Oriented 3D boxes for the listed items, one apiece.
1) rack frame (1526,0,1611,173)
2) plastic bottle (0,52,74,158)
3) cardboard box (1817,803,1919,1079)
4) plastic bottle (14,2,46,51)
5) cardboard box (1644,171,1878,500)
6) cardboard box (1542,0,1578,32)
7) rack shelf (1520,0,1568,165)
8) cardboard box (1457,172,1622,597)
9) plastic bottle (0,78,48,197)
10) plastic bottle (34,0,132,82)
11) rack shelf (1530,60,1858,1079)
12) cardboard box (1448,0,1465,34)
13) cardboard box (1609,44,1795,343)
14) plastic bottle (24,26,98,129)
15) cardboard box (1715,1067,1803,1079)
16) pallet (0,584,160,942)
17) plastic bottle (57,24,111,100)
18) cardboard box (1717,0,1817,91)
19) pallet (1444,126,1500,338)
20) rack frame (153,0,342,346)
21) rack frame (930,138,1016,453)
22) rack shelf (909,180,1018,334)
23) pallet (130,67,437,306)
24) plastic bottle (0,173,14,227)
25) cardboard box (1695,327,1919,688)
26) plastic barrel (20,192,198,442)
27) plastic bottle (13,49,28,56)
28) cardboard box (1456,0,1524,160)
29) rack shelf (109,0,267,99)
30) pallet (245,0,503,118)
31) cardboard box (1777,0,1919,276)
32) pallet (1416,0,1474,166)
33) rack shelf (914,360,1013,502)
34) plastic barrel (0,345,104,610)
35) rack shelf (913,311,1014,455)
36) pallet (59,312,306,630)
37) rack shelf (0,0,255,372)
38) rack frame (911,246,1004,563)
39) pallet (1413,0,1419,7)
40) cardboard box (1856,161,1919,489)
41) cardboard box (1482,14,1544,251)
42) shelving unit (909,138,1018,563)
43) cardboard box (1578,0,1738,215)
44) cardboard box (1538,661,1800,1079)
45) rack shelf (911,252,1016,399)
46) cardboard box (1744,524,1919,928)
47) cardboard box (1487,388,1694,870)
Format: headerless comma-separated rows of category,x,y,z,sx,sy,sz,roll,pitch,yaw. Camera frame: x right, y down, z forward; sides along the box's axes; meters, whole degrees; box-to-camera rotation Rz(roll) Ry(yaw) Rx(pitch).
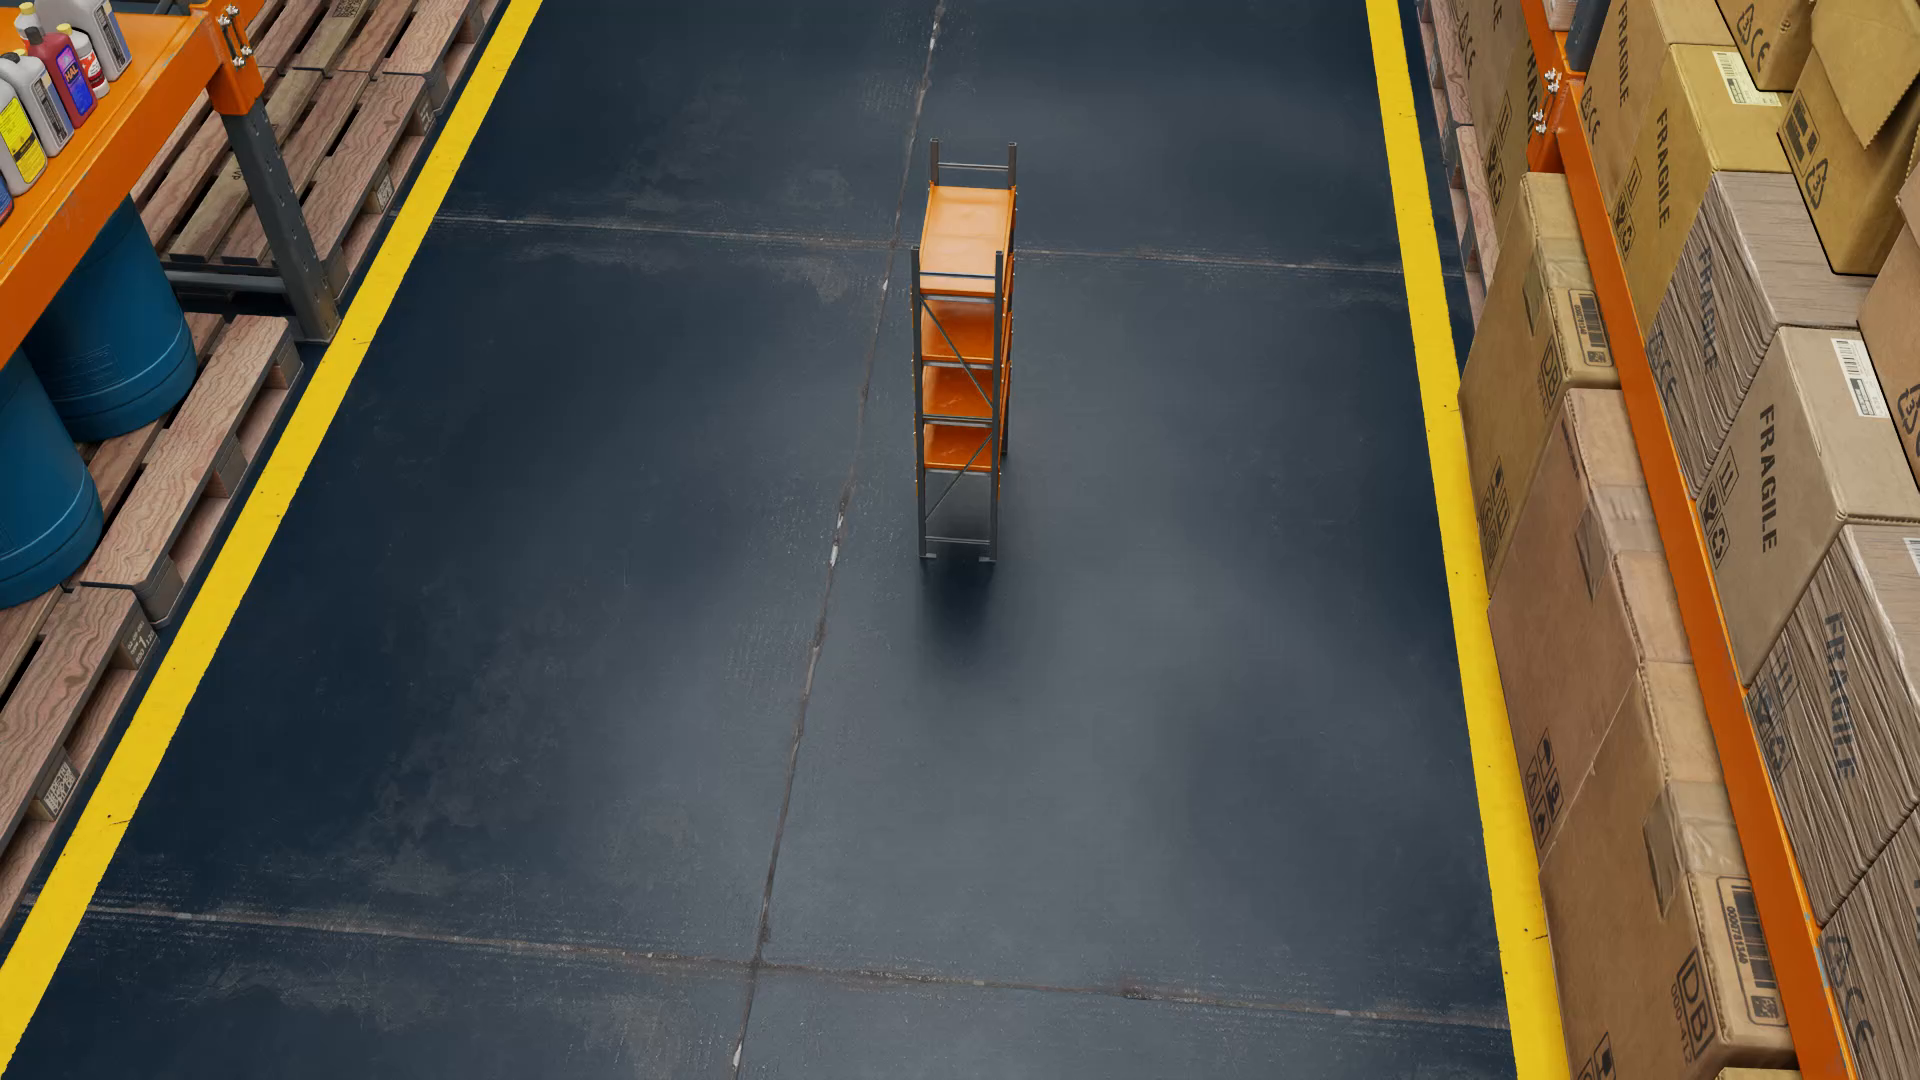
rack frame,2.214,-1.447,4.540,1.000,3.000,0.127,4,48,4
plastic bottle,-2.466,-1.158,4.361,0.152,0.276,0.135,4,48,4
cardboard box,1.699,0.714,2.497,0.500,0.500,0.500,3,48,3
plastic bottle,-2.558,-1.396,4.629,0.097,0.201,0.097,0,48,0
cardboard box,1.832,-0.422,3.535,0.500,0.500,0.500,3,48,3
cardboard box,1.916,-1.608,4.858,0.380,0.149,0.250,4,48,4
rack shelf,2.396,-2.674,6.150,1.077,0.370,4.000,4,48,4
cardboard box,2.176,-0.400,4.738,1.225,0.875,0.875,4,48,4
plastic bottle,-2.476,-1.066,4.225,0.144,0.351,0.185,4,48,4
plastic bottle,-2.432,-1.427,4.606,0.152,0.276,0.135,4,48,4
rack shelf,2.032,0.266,3.462,1.077,0.370,4.000,4,48,4
cardboard box,2.517,-2.666,6.811,0.875,0.875,0.875,4,48,4
cardboard box,1.878,-0.790,3.872,0.500,0.500,0.500,4,48,4
plastic bottle,-2.408,-1.256,4.445,0.061,0.283,0.133,4,48,4
cardboard box,1.933,1.562,2.944,1.225,0.875,0.875,2,48,2
pallet,-2.939,0.624,4.536,1.003,0.211,1.213,4,48,4
plastic bottle,-2.416,-1.314,4.554,0.097,0.201,0.097,0,48,0
cardboard box,2.164,-1.349,3.704,0.797,0.503,0.637,3,48,3
pallet,2.361,-1.059,6.076,1.003,0.211,1.213,4,48,4
rack frame,-2.718,-1.780,4.845,1.000,3.000,0.127,4,48,4
rack frame,0.037,-0.706,5.082,0.240,1.200,0.015,4,48,4
rack shelf,0.015,-0.792,4.629,0.258,0.148,0.480,4,48,4
pallet,-2.690,-1.382,6.371,1.003,0.211,1.213,4,48,4
plastic bottle,-2.493,-0.930,4.101,0.144,0.351,0.185,4,48,4
cardboard box,1.790,-0.042,3.188,0.500,0.500,0.500,5,48,4
plastic barrel,-2.785,-0.815,5.100,0.600,0.901,0.708,4,48,4
plastic bottle,-2.488,-1.220,4.468,0.097,0.201,0.097,0,48,0
cardboard box,2.436,-2.012,6.213,0.875,0.875,0.875,4,48,4
rack shelf,-2.536,-3.007,6.455,1.077,0.370,4.000,4,48,4
pallet,-2.581,-2.281,7.193,1.003,0.211,1.213,4,48,4
cardboard box,2.090,-0.846,3.243,0.797,0.503,0.637,4,48,4
pallet,2.470,-1.958,6.898,1.003,0.211,1.213,4,48,4
rack shelf,0.015,-0.347,5.115,0.258,0.148,0.480,4,48,4
plastic barrel,-2.849,-0.294,4.624,0.600,0.901,0.708,4,48,4
rack shelf,0.015,-0.481,4.968,0.258,0.148,0.480,4,48,4
pallet,-2.830,-0.274,5.358,1.003,0.211,1.213,4,48,4
rack shelf,-2.901,-0.067,3.766,1.077,0.370,4.000,4,48,4
rack frame,-0.007,-0.347,4.755,0.240,1.200,0.015,4,48,4
pallet,2.584,-2.852,7.716,1.003,0.211,1.213,4,48,4
cardboard box,2.049,-0.388,2.824,0.797,0.503,0.637,5,48,5
cardboard box,2.354,-1.351,5.608,0.875,0.875,0.875,4,48,4
shelving unit,0.015,-0.527,4.918,0.258,1.200,0.503,4,48,4
cardboard box,1.923,-1.159,4.210,0.500,0.500,0.500,4,48,4
cardboard box,2.022,0.908,3.542,1.225,0.875,0.875,4,48,4
rack shelf,0.015,-0.632,4.803,0.258,0.148,0.480,4,48,4
cardboard box,1.743,0.332,2.846,0.500,0.500,0.500,2,48,2
cardboard box,2.095,0.257,4.137,1.225,0.875,0.875,2,48,2
